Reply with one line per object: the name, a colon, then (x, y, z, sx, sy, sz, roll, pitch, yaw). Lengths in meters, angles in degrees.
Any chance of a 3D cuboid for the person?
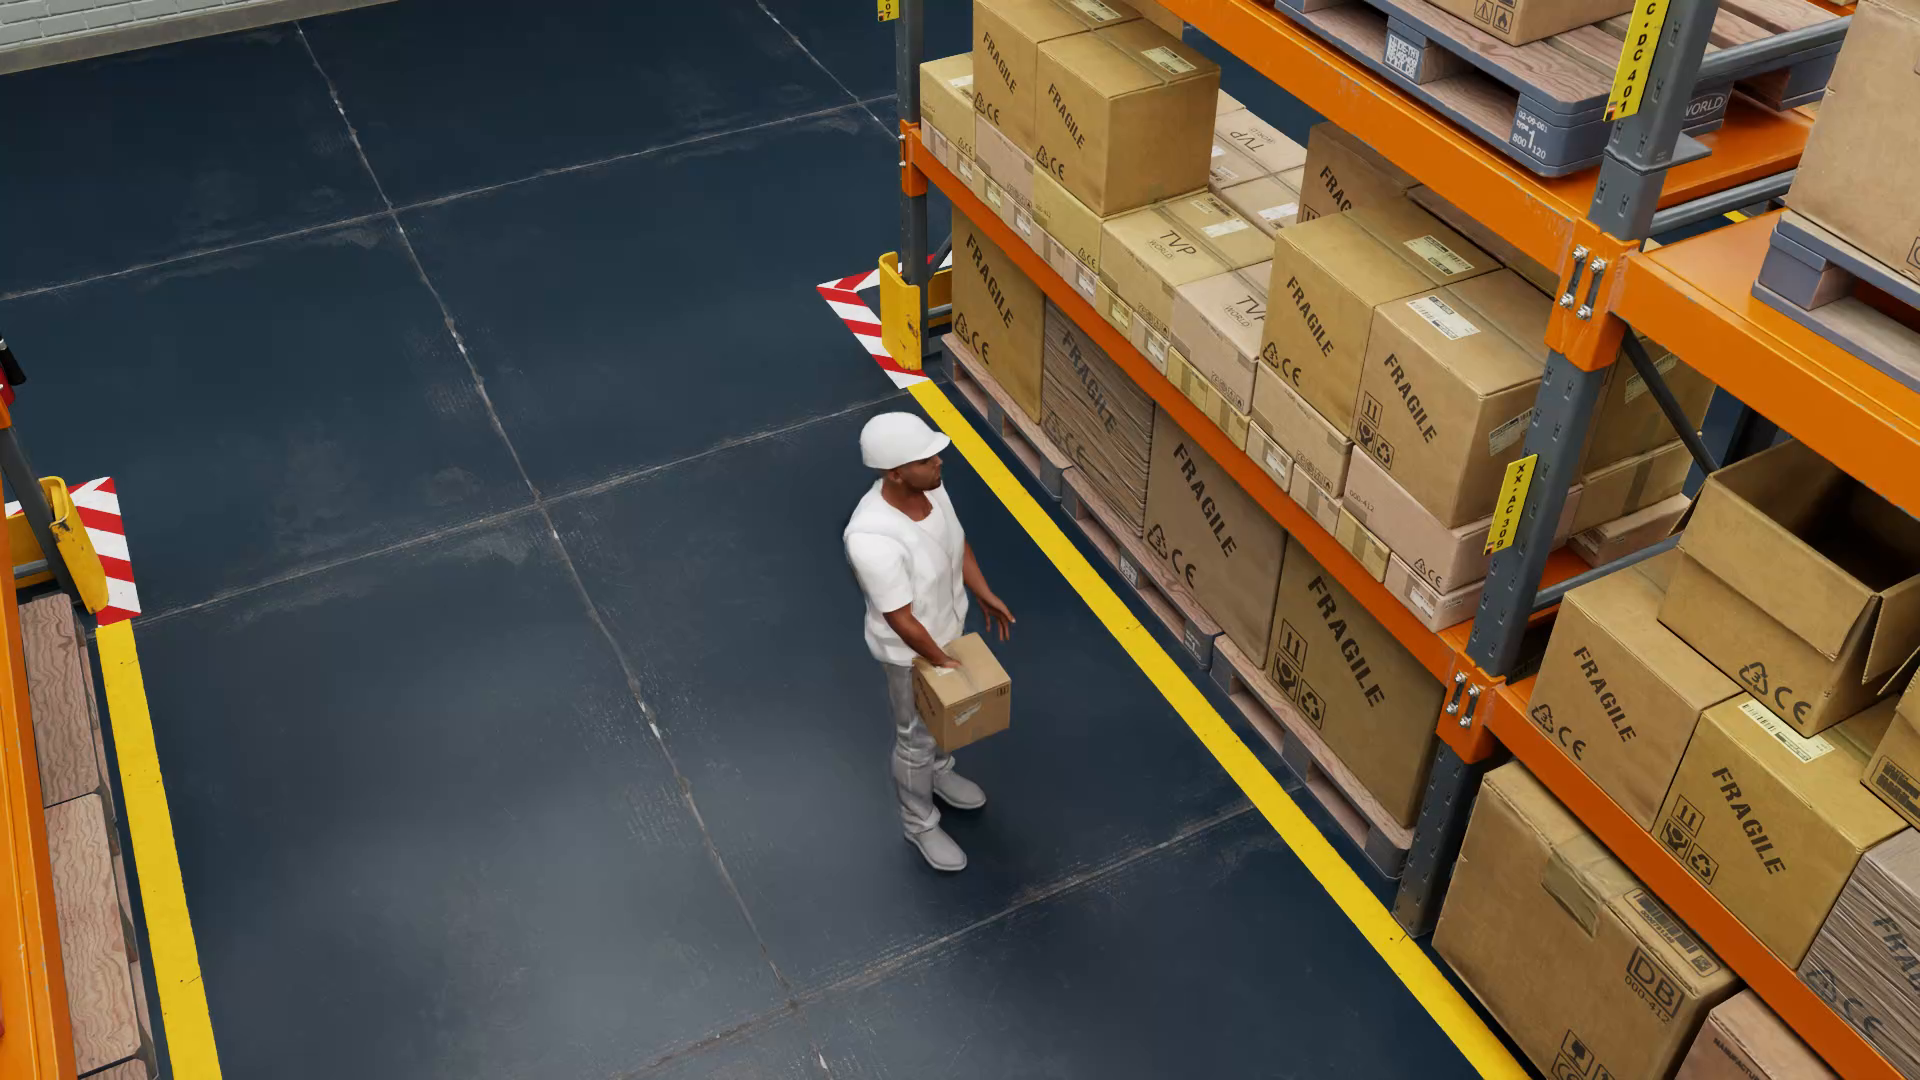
person: (-0.099, 0.335, 5.740, 0.509, 1.775, 0.597, 12, 43, 14)
